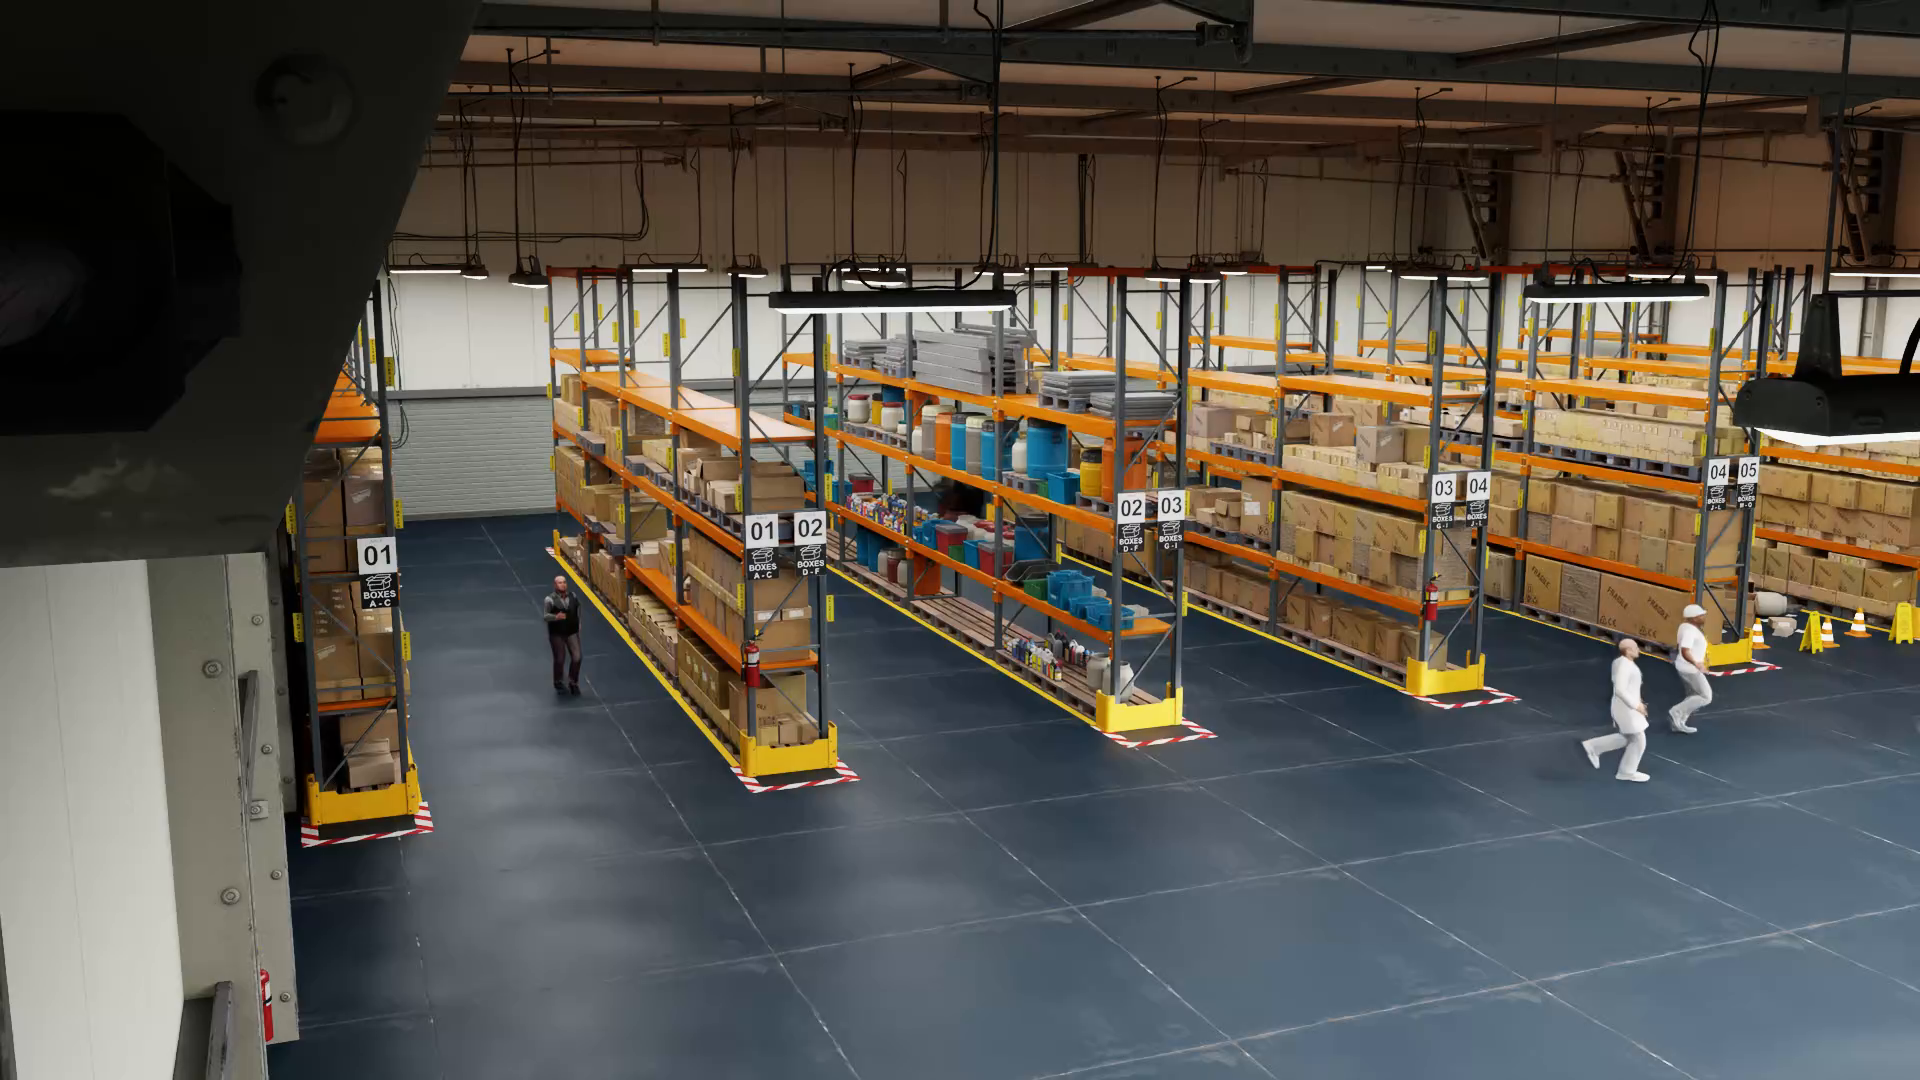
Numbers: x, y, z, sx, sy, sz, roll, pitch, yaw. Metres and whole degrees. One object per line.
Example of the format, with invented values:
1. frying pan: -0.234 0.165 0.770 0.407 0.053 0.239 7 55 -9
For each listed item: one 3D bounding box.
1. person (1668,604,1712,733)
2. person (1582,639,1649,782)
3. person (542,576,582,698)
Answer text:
1. person: 9.655 1.698 21.916 0.571 1.720 0.676 2 10 11
2. person: 7.926 2.031 19.979 0.774 1.733 0.752 2 10 13
3. person: -5.650 1.492 23.796 0.637 1.548 0.710 -5 11 -28
